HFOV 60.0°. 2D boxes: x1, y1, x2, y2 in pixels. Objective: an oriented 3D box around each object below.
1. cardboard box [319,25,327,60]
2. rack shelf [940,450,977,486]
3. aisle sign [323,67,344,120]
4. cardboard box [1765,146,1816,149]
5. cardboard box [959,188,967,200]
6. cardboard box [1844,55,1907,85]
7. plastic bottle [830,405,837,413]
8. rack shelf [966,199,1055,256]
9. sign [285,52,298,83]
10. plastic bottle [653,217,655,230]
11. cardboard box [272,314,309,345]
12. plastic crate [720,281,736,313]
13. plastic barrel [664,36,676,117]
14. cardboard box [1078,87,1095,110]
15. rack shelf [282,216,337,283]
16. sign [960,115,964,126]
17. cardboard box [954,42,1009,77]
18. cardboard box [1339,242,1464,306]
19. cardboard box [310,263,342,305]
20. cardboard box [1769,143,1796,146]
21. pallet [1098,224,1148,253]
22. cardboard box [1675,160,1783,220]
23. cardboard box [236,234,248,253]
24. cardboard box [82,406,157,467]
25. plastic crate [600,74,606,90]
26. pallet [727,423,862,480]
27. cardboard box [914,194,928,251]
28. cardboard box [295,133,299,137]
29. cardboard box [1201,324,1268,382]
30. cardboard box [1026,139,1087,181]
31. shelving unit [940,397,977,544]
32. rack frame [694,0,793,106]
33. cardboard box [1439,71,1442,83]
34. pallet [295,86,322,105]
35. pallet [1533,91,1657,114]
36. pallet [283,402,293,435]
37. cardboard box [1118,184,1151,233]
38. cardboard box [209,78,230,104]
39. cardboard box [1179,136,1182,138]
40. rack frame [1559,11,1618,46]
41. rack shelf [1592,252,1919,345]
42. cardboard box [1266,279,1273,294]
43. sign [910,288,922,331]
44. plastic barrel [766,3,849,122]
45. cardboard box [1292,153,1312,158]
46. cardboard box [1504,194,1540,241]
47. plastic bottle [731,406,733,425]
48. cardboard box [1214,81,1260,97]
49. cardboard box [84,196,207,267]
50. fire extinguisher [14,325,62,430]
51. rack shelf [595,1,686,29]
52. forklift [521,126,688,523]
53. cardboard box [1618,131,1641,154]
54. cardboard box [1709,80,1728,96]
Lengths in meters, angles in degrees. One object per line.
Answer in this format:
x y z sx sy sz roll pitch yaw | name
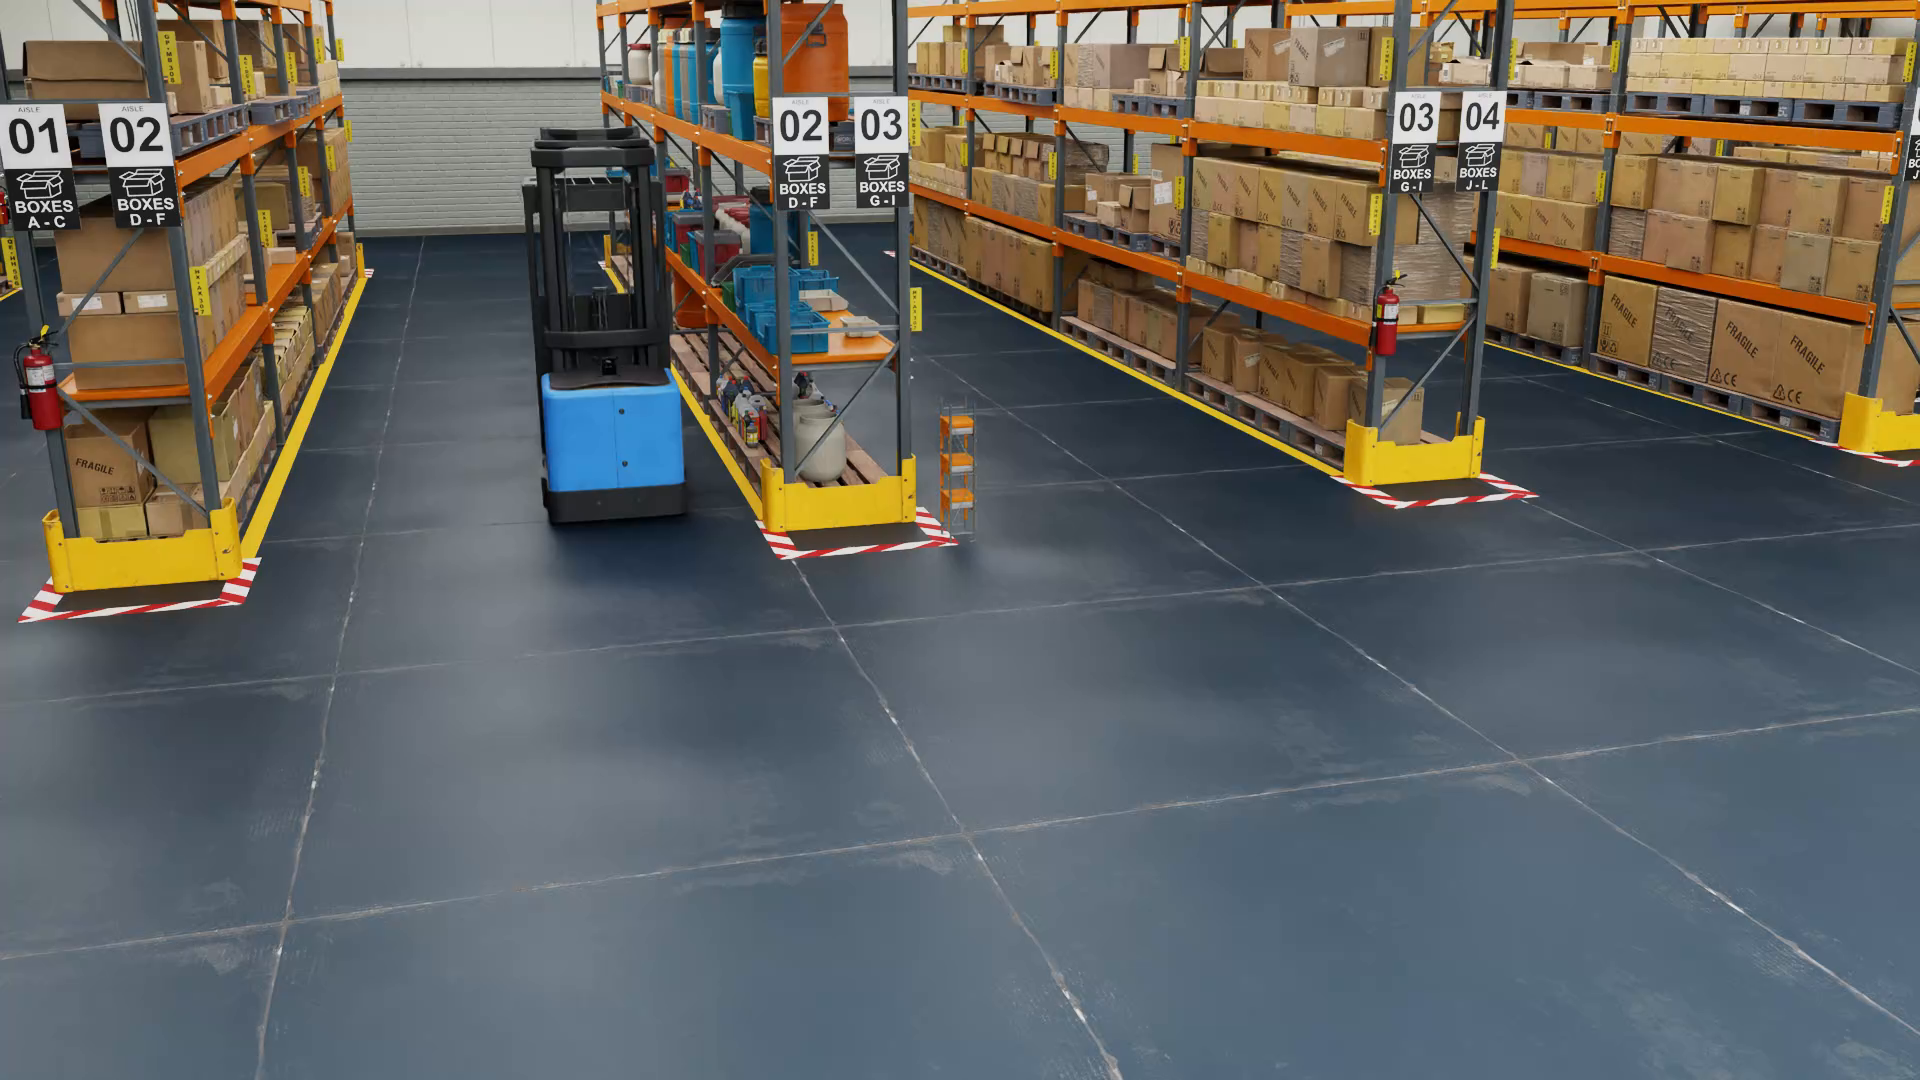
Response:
-9.874 -7.424 24.826 0.700 0.500 0.500 -5 17 -15 | cardboard box
-0.014 -0.508 12.353 0.215 0.259 0.240 -5 17 -15 | rack shelf
-9.755 -6.889 25.654 0.394 0.787 0.004 -5 17 -15 | aisle sign
11.615 -5.242 23.267 0.500 0.500 0.500 -5 17 -17 | cardboard box
0.196 -5.215 25.036 0.380 0.149 0.250 -5 17 -15 | cardboard box
8.286 -4.191 14.817 0.500 0.250 0.500 -4 17 -15 | cardboard box
-1.113 -1.066 14.744 0.061 0.283 0.133 -4 17 -14 | plastic bottle
1.144 -4.379 23.067 1.077 0.370 4.000 -5 17 -15 | rack shelf
-7.296 -5.152 18.139 0.100 0.325 0.005 -5 17 -15 | sign
-3.801 -3.994 20.879 0.097 0.201 0.097 0 17 0 | plastic bottle
-7.302 -2.272 17.878 0.500 0.311 0.500 -5 17 -16 | cardboard box
-1.867 -2.173 14.841 0.450 0.188 0.662 -5 17 -15 | plastic crate
-2.871 -4.996 17.909 0.600 0.830 0.708 -5 17 -15 | plastic barrel
1.719 -5.243 19.739 0.500 0.250 0.500 -4 17 -14 | cardboard box
-8.381 -3.597 20.463 1.077 0.370 4.000 -5 17 -15 | rack shelf
0.021 -7.090 28.418 0.100 0.325 0.005 -5 17 -15 | sign
0.322 -7.222 24.989 0.700 0.500 0.500 -6 18 -19 | cardboard box
3.768 -2.302 14.211 0.875 0.500 0.500 -5 17 -15 | cardboard box
-8.520 -3.394 22.118 0.500 0.500 0.500 -5 17 -16 | cardboard box
14.741 -7.317 30.035 0.500 0.500 0.500 -5 17 -17 | cardboard box
2.277 -3.534 19.337 1.003 0.211 1.213 -5 17 -15 | pallet
7.938 -3.609 17.116 0.875 0.550 0.550 -5 17 -15 | cardboard box
-6.452 -2.582 14.533 0.380 0.149 0.250 -5 17 -15 | cardboard box
-6.356 -0.819 12.711 0.500 0.500 0.500 -5 17 -15 | cardboard box
-5.429 -7.237 26.344 0.497 0.269 0.590 -5 17 -15 | plastic crate
-1.486 -0.810 14.781 1.003 0.211 1.213 -5 17 -15 | pallet
-0.252 -5.396 28.165 0.875 0.875 0.875 -5 17 -15 | cardboard box
-9.738 -5.561 23.839 0.500 0.500 0.500 -5 17 -16 | cardboard box
2.865 -1.954 17.359 0.500 0.500 0.500 -5 18 -17 | cardboard box
1.332 -5.083 22.241 0.797 0.503 0.637 -4 17 -14 | cardboard box
-0.014 -0.518 12.350 0.215 1.050 0.252 -5 17 -15 | shelving unit
-1.969 -5.546 15.272 1.000 3.000 0.127 -5 17 -15 | rack frame
6.429 -5.995 21.514 0.380 0.149 0.250 -5 18 -17 | cardboard box
-8.819 -5.655 21.178 1.213 0.211 1.003 -5 17 -15 | pallet
7.291 -5.023 19.078 0.805 0.209 1.217 -5 18 -17 | pallet
-6.973 -1.147 15.904 1.003 0.211 1.213 -5 17 -15 | pallet
2.228 -3.787 18.935 0.797 0.503 0.637 -3 17 -10 | cardboard box
-6.893 -4.019 14.934 0.500 0.250 0.500 -3 17 -9 | cardboard box
4.160 -7.271 29.017 0.500 0.500 0.500 -5 17 -16 | cardboard box
10.123 -8.934 26.550 1.000 3.000 0.127 -5 17 -15 | rack frame
8.140 -2.530 16.912 1.077 0.370 4.000 -5 17 -15 | rack shelf
3.101 -2.381 15.601 0.380 0.149 0.250 -5 17 -15 | cardboard box
-0.340 -1.741 12.552 0.100 0.325 0.005 -5 17 -15 | sign
-1.125 -3.534 12.312 0.600 0.830 0.708 -5 17 -15 | plastic barrel
5.208 -5.714 24.932 0.380 0.149 0.250 -5 17 -15 | cardboard box
6.912 -3.879 19.977 0.500 0.500 0.500 -5 17 -15 | cardboard box
-2.039 -1.154 15.181 0.097 0.201 0.097 0 17 0 | plastic bottle
2.725 -4.437 16.363 0.380 0.149 0.250 -6 18 -18 | cardboard box
-6.053 -2.274 12.379 0.700 0.500 0.500 -5 17 -15 | cardboard box
-6.047 -1.069 10.931 0.296 0.674 0.183 -5 17 -15 | fire extinguisher
-4.717 -7.776 24.641 1.077 0.370 4.000 -5 17 -15 | rack shelf
-2.986 -1.920 13.748 1.130 2.935 3.031 -4 17 -14 | forklift
10.418 -6.023 25.376 0.500 0.500 0.500 -5 17 -16 | cardboard box
7.715 -4.514 16.583 0.380 0.149 0.250 -5 17 -15 | cardboard box
